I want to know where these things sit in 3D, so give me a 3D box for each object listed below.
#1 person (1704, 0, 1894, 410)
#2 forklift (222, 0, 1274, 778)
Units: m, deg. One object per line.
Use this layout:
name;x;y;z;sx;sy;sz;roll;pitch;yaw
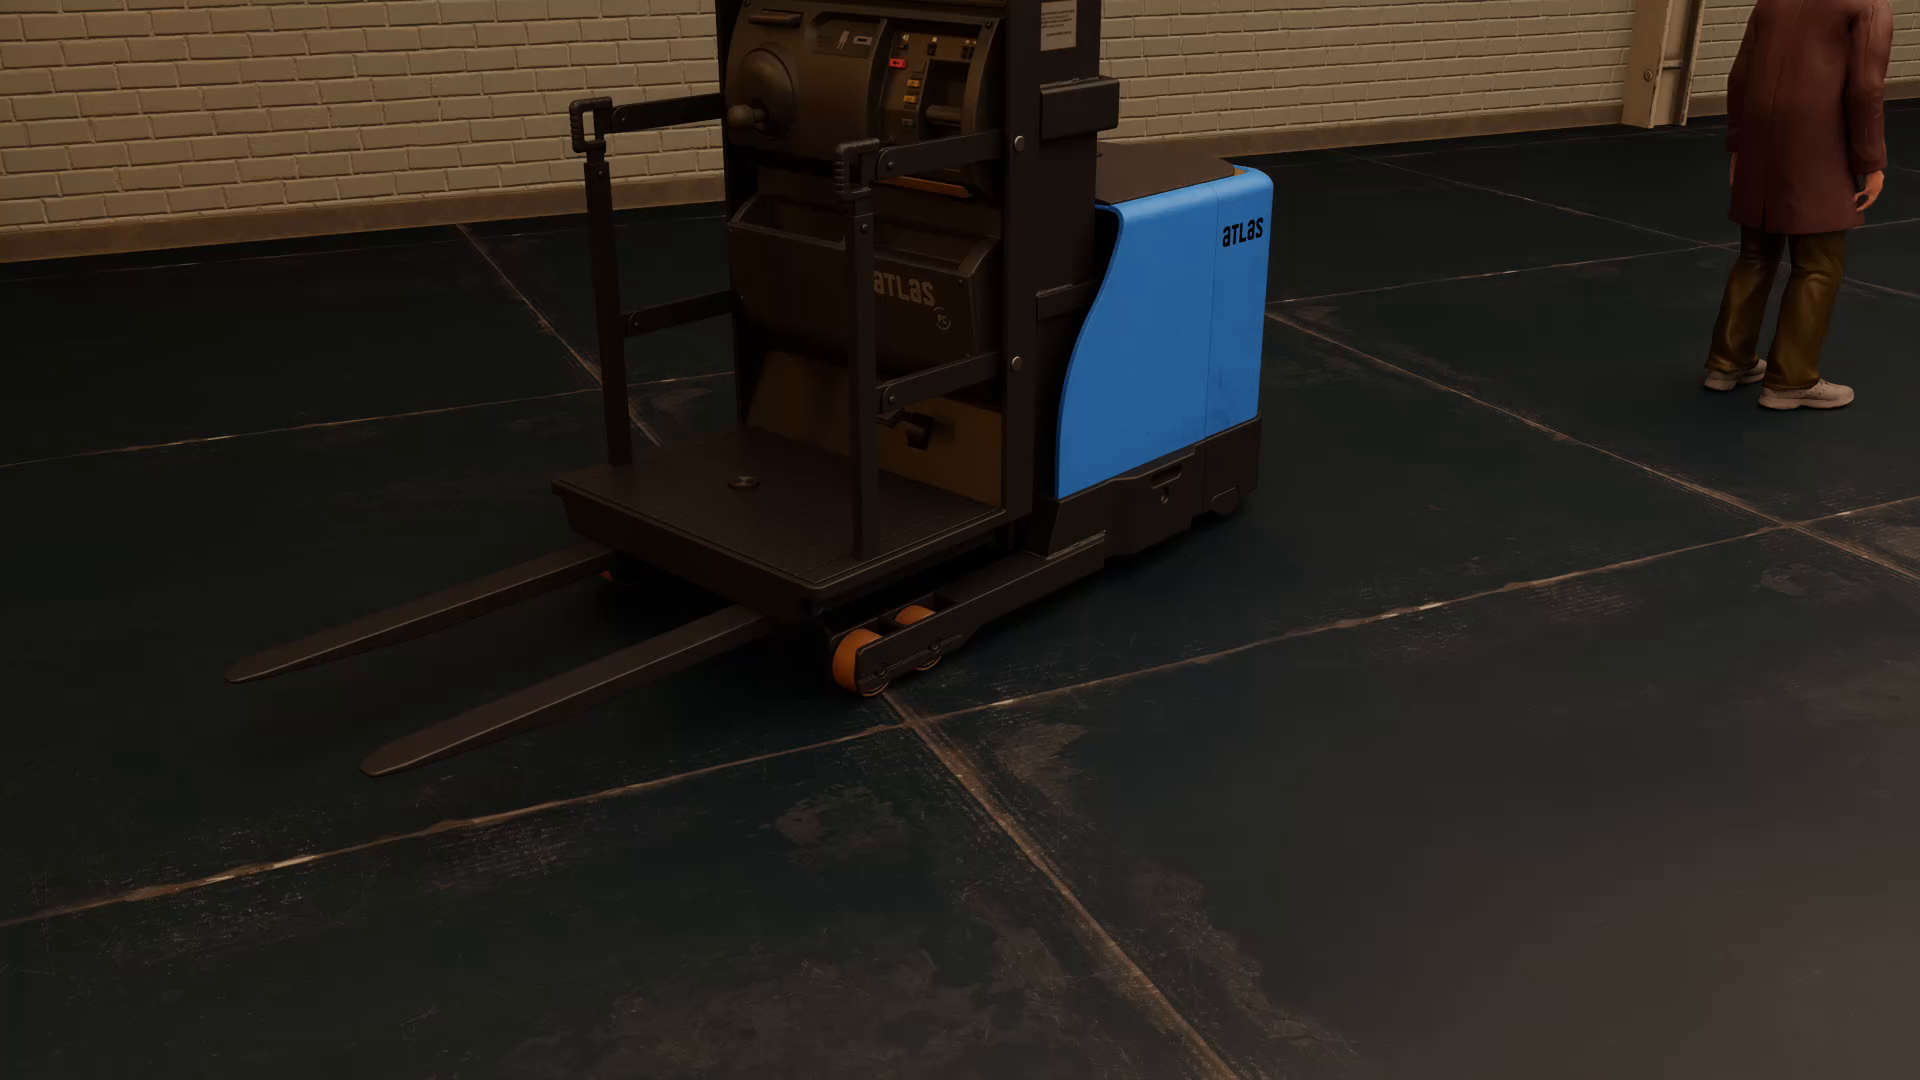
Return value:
person;3.109;-1.399;6.162;0.423;1.774;0.656;-11;25;-24
forklift;-0.413;-1.182;4.131;1.130;2.935;3.031;19;29;39
